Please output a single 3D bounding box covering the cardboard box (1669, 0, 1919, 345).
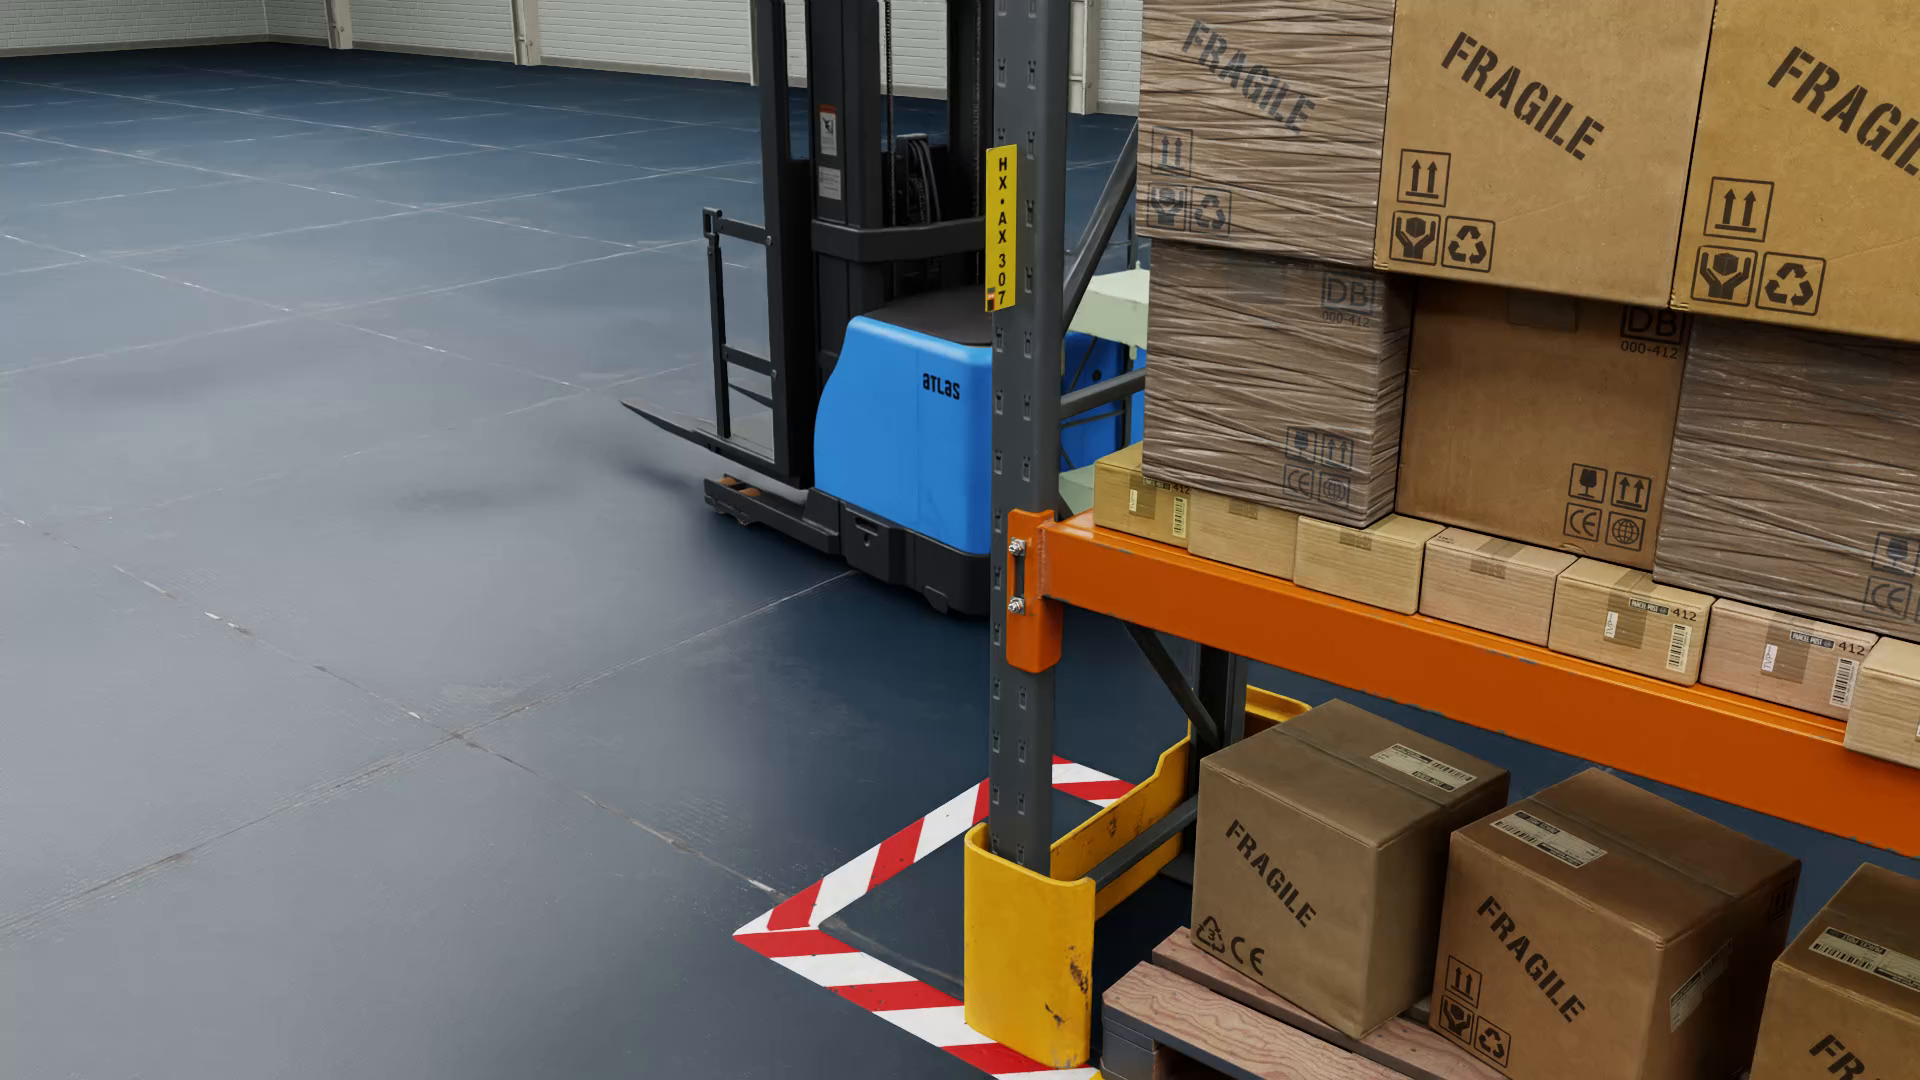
[{"bbox_3d":[1.453,-0.603,2.536,0.500,0.500,0.500,16,26,36],"label":"cardboard box"}]

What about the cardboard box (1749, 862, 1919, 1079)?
[{"bbox_3d":[1.859,1.015,3.173,0.500,0.500,0.500,19,28,41],"label":"cardboard box"}]

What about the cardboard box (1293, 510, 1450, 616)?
[{"bbox_3d":[0.864,-0.004,3.283,0.250,0.149,0.380,16,26,36],"label":"cardboard box"}]

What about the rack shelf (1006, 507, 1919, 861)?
[{"bbox_3d":[1.977,0.412,2.845,4.000,0.370,1.077,16,26,36],"label":"rack shelf"}]

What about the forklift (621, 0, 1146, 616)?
[{"bbox_3d":[-0.495,-1.534,7.083,1.130,2.935,3.031,-16,26,-37],"label":"forklift"}]

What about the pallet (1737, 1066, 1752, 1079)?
[{"bbox_3d":[2.035,1.414,3.120,1.213,0.211,1.003,16,26,36],"label":"pallet"}]

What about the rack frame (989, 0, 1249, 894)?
[{"bbox_3d":[0.428,-0.371,3.901,0.127,3.000,1.000,16,26,36],"label":"rack frame"}]

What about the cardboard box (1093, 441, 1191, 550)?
[{"bbox_3d":[0.498,-0.125,3.604,0.250,0.149,0.380,16,26,36],"label":"cardboard box"}]

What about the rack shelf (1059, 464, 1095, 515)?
[{"bbox_3d":[0.729,-0.045,6.087,0.431,0.370,0.720,-16,26,-37],"label":"rack shelf"}]

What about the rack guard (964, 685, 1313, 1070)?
[{"bbox_3d":[0.487,0.816,4.297,0.348,0.500,1.175,16,26,36],"label":"rack guard"}]

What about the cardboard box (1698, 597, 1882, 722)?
[{"bbox_3d":[1.471,0.152,2.869,0.250,0.149,0.380,16,26,36],"label":"cardboard box"}]

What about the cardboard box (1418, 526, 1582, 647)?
[{"bbox_3d":[1.071,0.046,3.150,0.250,0.149,0.380,16,26,36],"label":"cardboard box"}]

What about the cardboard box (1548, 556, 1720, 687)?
[{"bbox_3d":[1.260,0.104,2.997,0.250,0.149,0.380,16,26,36],"label":"cardboard box"}]

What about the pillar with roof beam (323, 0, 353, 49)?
[{"bbox_3d":[-15.051,-12.837,28.455,0.400,9.000,9.100,16,26,36],"label":"pillar with roof beam"}]

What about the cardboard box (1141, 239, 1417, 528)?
[{"bbox_3d":[0.837,-0.427,3.486,0.500,0.500,0.875,16,26,36],"label":"cardboard box"}]

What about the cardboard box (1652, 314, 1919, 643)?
[{"bbox_3d":[1.660,-0.225,2.950,0.500,0.500,0.875,16,26,36],"label":"cardboard box"}]

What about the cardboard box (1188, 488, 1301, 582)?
[{"bbox_3d":[0.680,-0.064,3.442,0.250,0.149,0.380,16,26,36],"label":"cardboard box"}]

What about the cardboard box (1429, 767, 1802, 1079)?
[{"bbox_3d":[1.386,0.870,3.558,0.500,0.500,0.500,-14,25,-33],"label":"cardboard box"}]

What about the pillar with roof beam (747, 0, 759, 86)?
[{"bbox_3d":[-5.754,-10.160,21.356,0.400,9.000,9.100,16,26,36],"label":"pillar with roof beam"}]

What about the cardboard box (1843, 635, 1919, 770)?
[{"bbox_3d":[1.599,0.236,2.646,0.250,0.149,0.380,16,26,36],"label":"cardboard box"}]

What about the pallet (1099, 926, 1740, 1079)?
[{"bbox_3d":[1.094,1.142,3.842,1.213,0.211,1.003,16,26,36],"label":"pallet"}]

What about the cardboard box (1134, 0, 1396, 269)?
[{"bbox_3d":[0.682,-0.828,3.131,0.500,0.500,0.500,16,26,36],"label":"cardboard box"}]

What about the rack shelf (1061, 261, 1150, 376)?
[{"bbox_3d":[0.729,-0.716,5.834,0.431,0.370,0.720,-16,26,-37],"label":"rack shelf"}]

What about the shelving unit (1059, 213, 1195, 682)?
[{"bbox_3d":[0.729,-0.350,5.972,0.431,1.500,0.755,-16,26,-37],"label":"shelving unit"}]

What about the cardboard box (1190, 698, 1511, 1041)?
[{"bbox_3d":[0.901,0.746,3.886,0.500,0.500,0.500,-17,26,-37],"label":"cardboard box"}]

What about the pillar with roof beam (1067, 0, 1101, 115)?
[{"bbox_3d":[-1.106,-8.821,17.806,0.400,9.000,9.100,16,26,36],"label":"pillar with roof beam"}]

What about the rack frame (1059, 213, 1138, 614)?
[{"bbox_3d":[0.495,-0.450,6.235,0.400,1.500,0.023,-16,26,-37],"label":"rack frame"}]

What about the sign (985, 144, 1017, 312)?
[{"bbox_3d":[0.085,-0.628,3.355,0.005,0.325,0.100,16,26,36],"label":"sign"}]

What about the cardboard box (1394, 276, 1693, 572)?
[{"bbox_3d":[1.300,-0.348,3.277,0.500,0.500,0.875,16,26,36],"label":"cardboard box"}]

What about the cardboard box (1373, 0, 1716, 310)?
[{"bbox_3d":[1.065,-0.714,2.831,0.500,0.500,0.500,16,26,36],"label":"cardboard box"}]

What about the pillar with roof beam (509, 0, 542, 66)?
[{"bbox_3d":[-10.402,-11.498,24.906,0.400,9.000,9.100,16,26,36],"label":"pillar with roof beam"}]

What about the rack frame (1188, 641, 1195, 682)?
[{"bbox_3d":[0.963,-0.251,5.708,0.400,1.500,0.023,-16,26,-37],"label":"rack frame"}]
